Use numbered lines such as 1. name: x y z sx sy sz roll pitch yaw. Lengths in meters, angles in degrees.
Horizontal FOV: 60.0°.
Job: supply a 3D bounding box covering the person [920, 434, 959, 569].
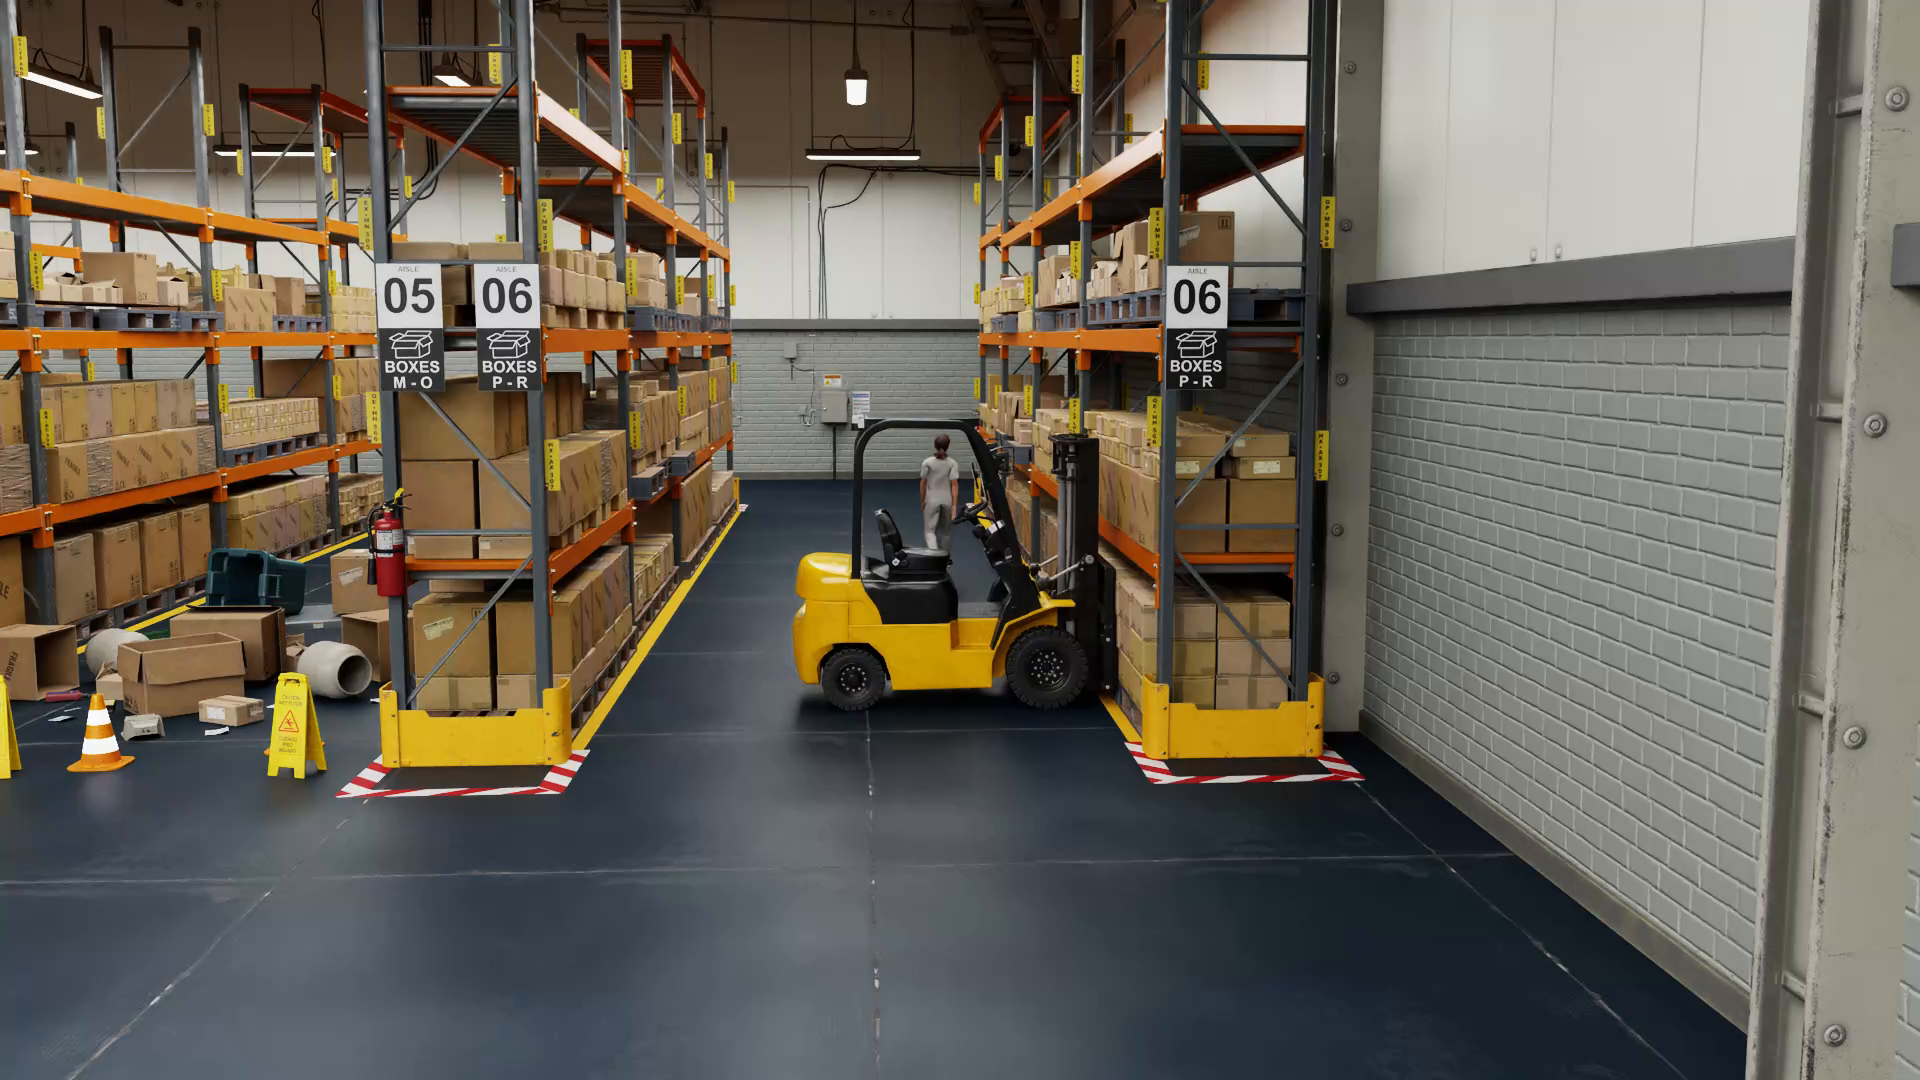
1. person: -0.231 -0.395 18.994 0.440 1.638 0.893 -1 7 -7
